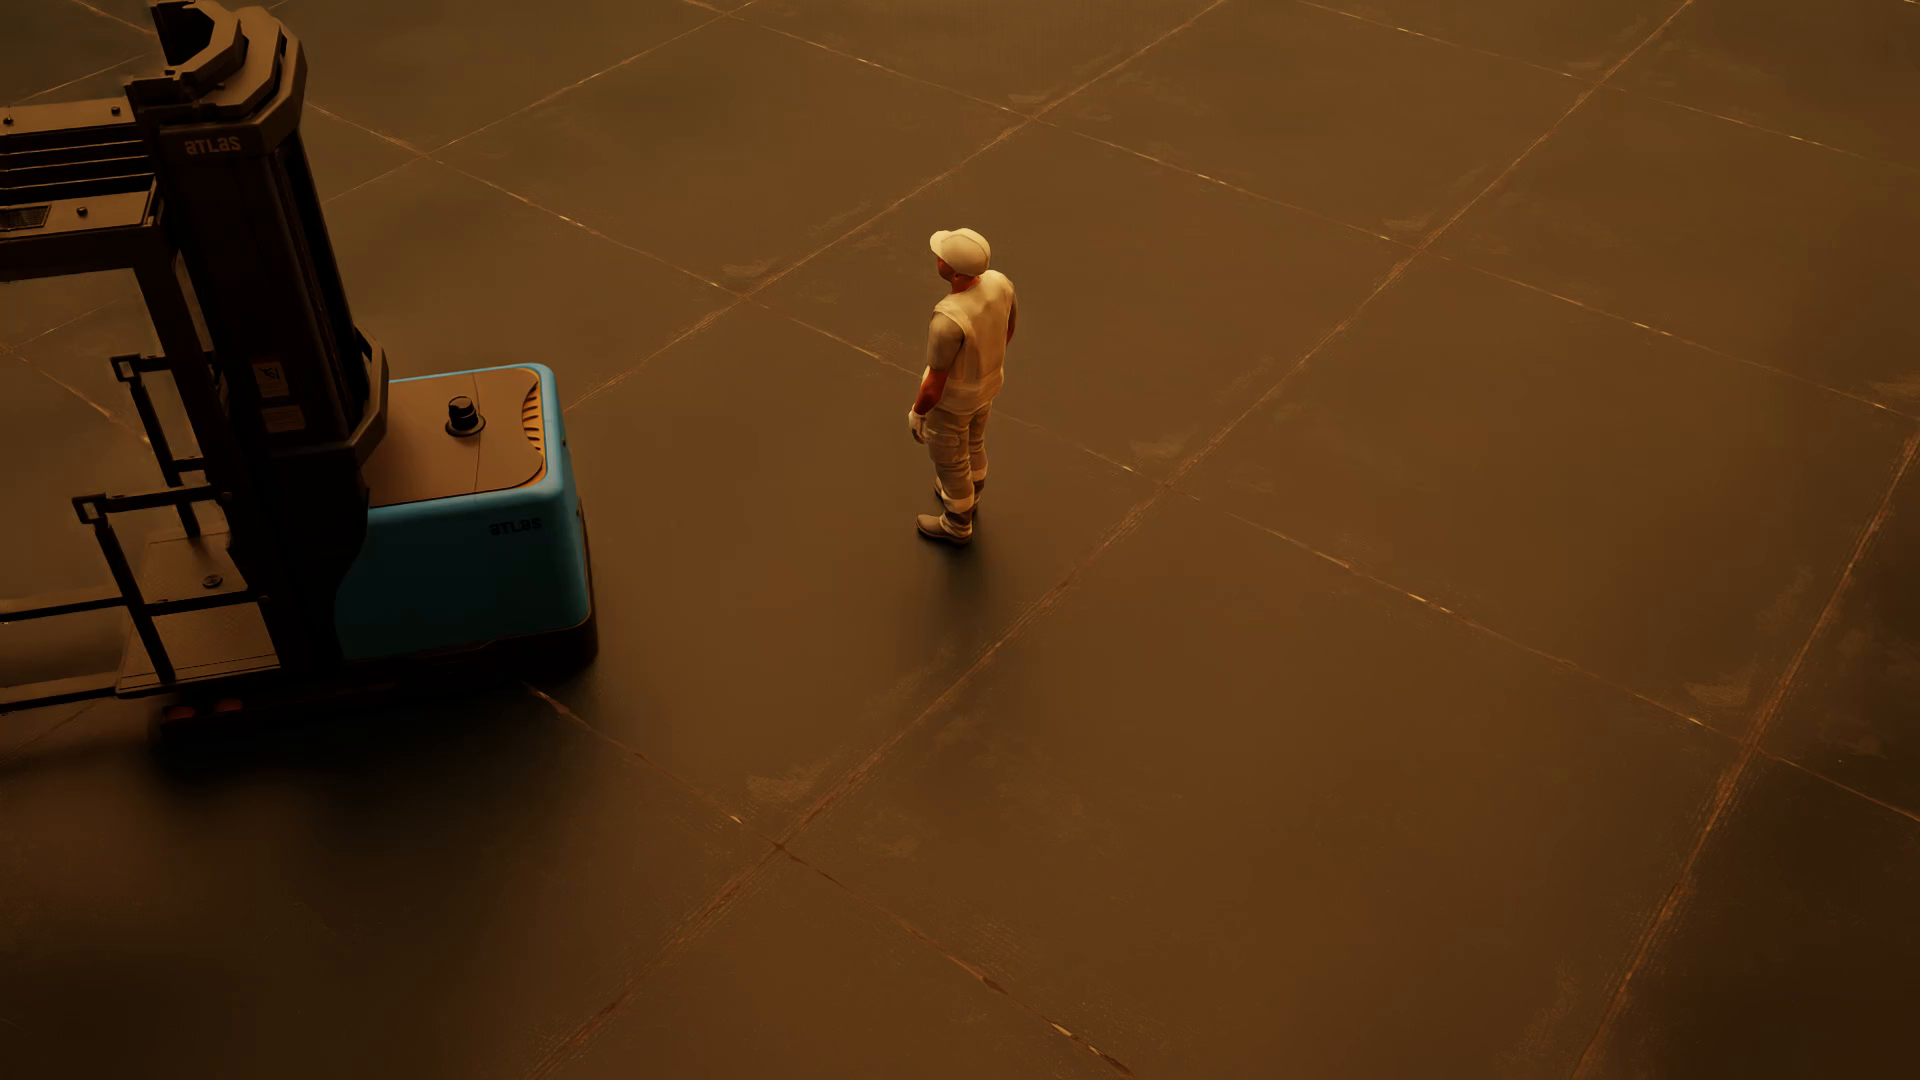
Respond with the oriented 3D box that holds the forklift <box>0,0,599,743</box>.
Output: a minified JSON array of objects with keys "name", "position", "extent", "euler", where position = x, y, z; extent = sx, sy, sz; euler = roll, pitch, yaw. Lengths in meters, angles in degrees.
[{"name":"forklift","position":[-3.232,-0.605,6.784],"extent":[3.031,2.935,1.130],"euler":[-9,41,-10]}]

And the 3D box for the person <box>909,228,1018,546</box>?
[{"name":"person","position":[-0.058,-0.723,7.792],"extent":[0.562,1.789,0.638],"euler":[26,47,28]}]
